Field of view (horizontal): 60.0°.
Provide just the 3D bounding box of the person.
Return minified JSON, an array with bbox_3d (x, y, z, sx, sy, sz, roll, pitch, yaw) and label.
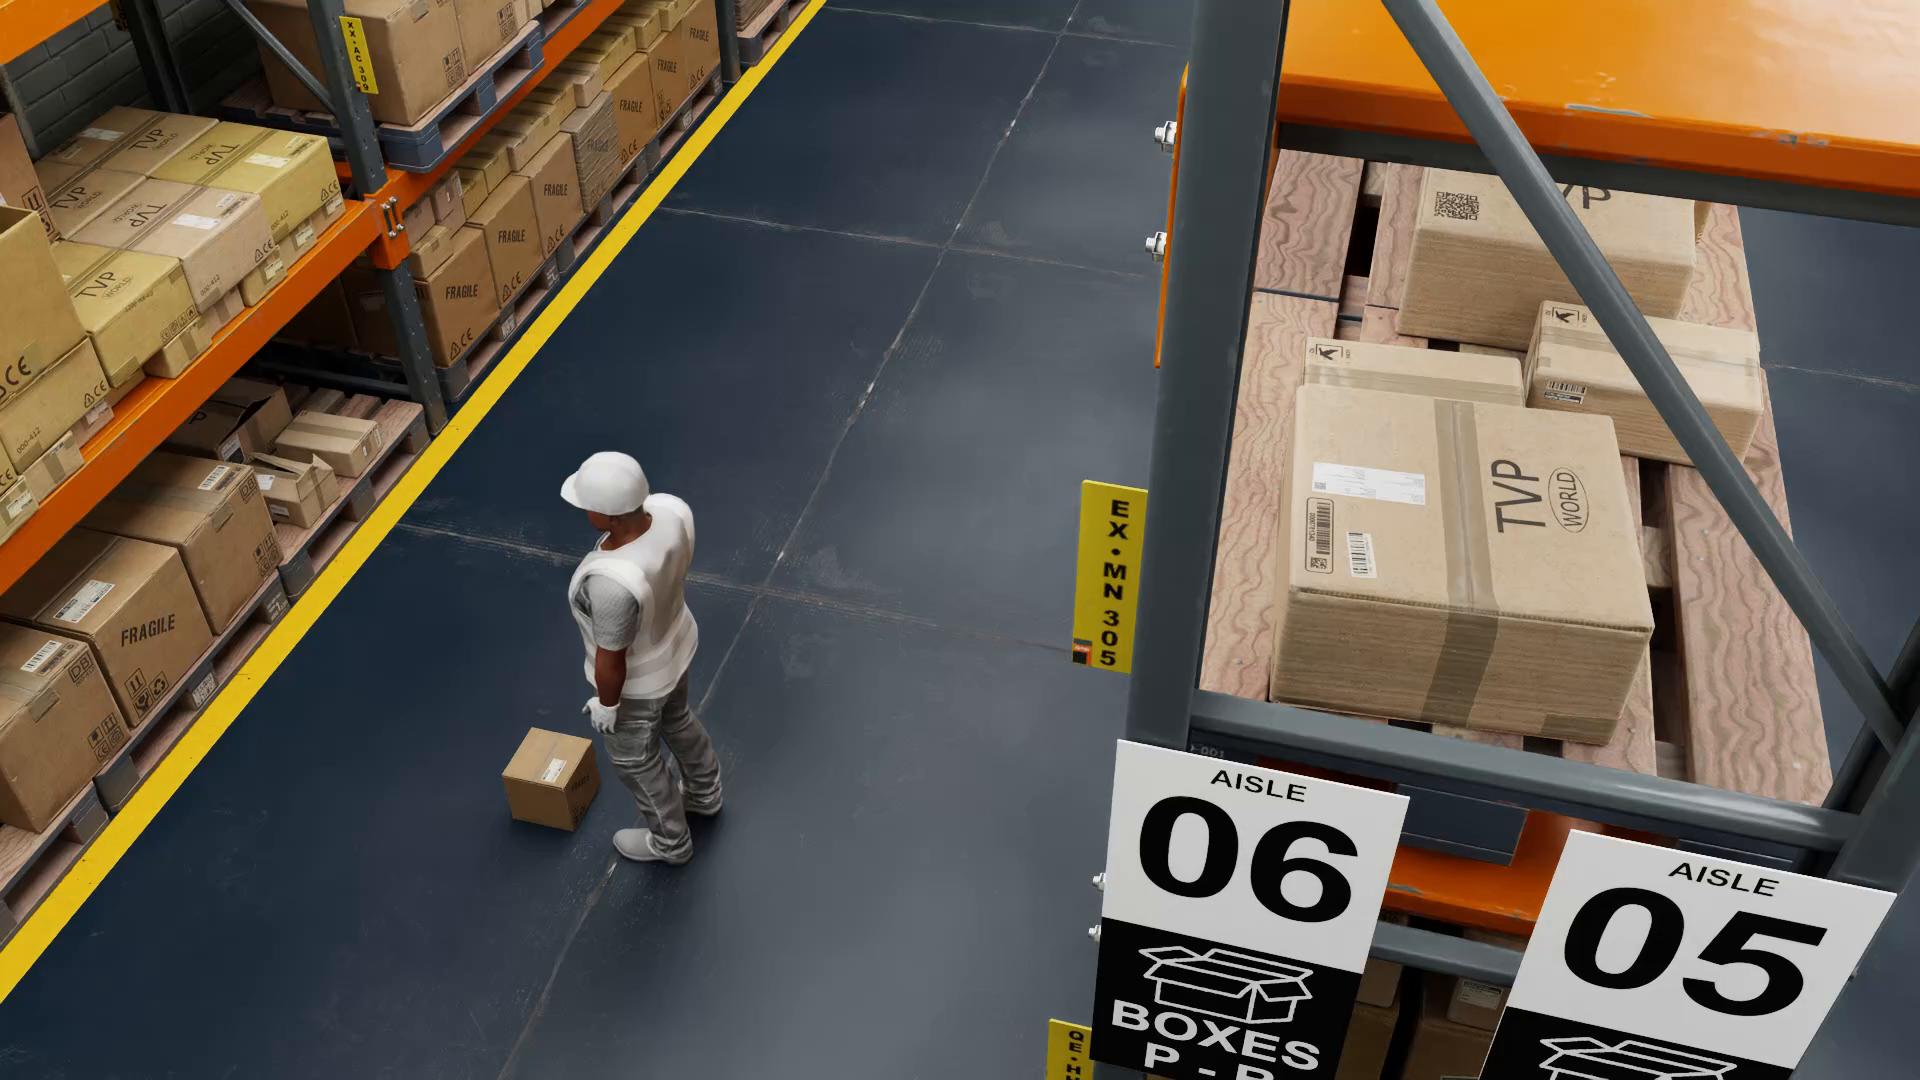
[{"bbox_3d":[-1.082,0.423,5.662,0.360,1.790,0.547,11,42,12],"label":"person"}]
